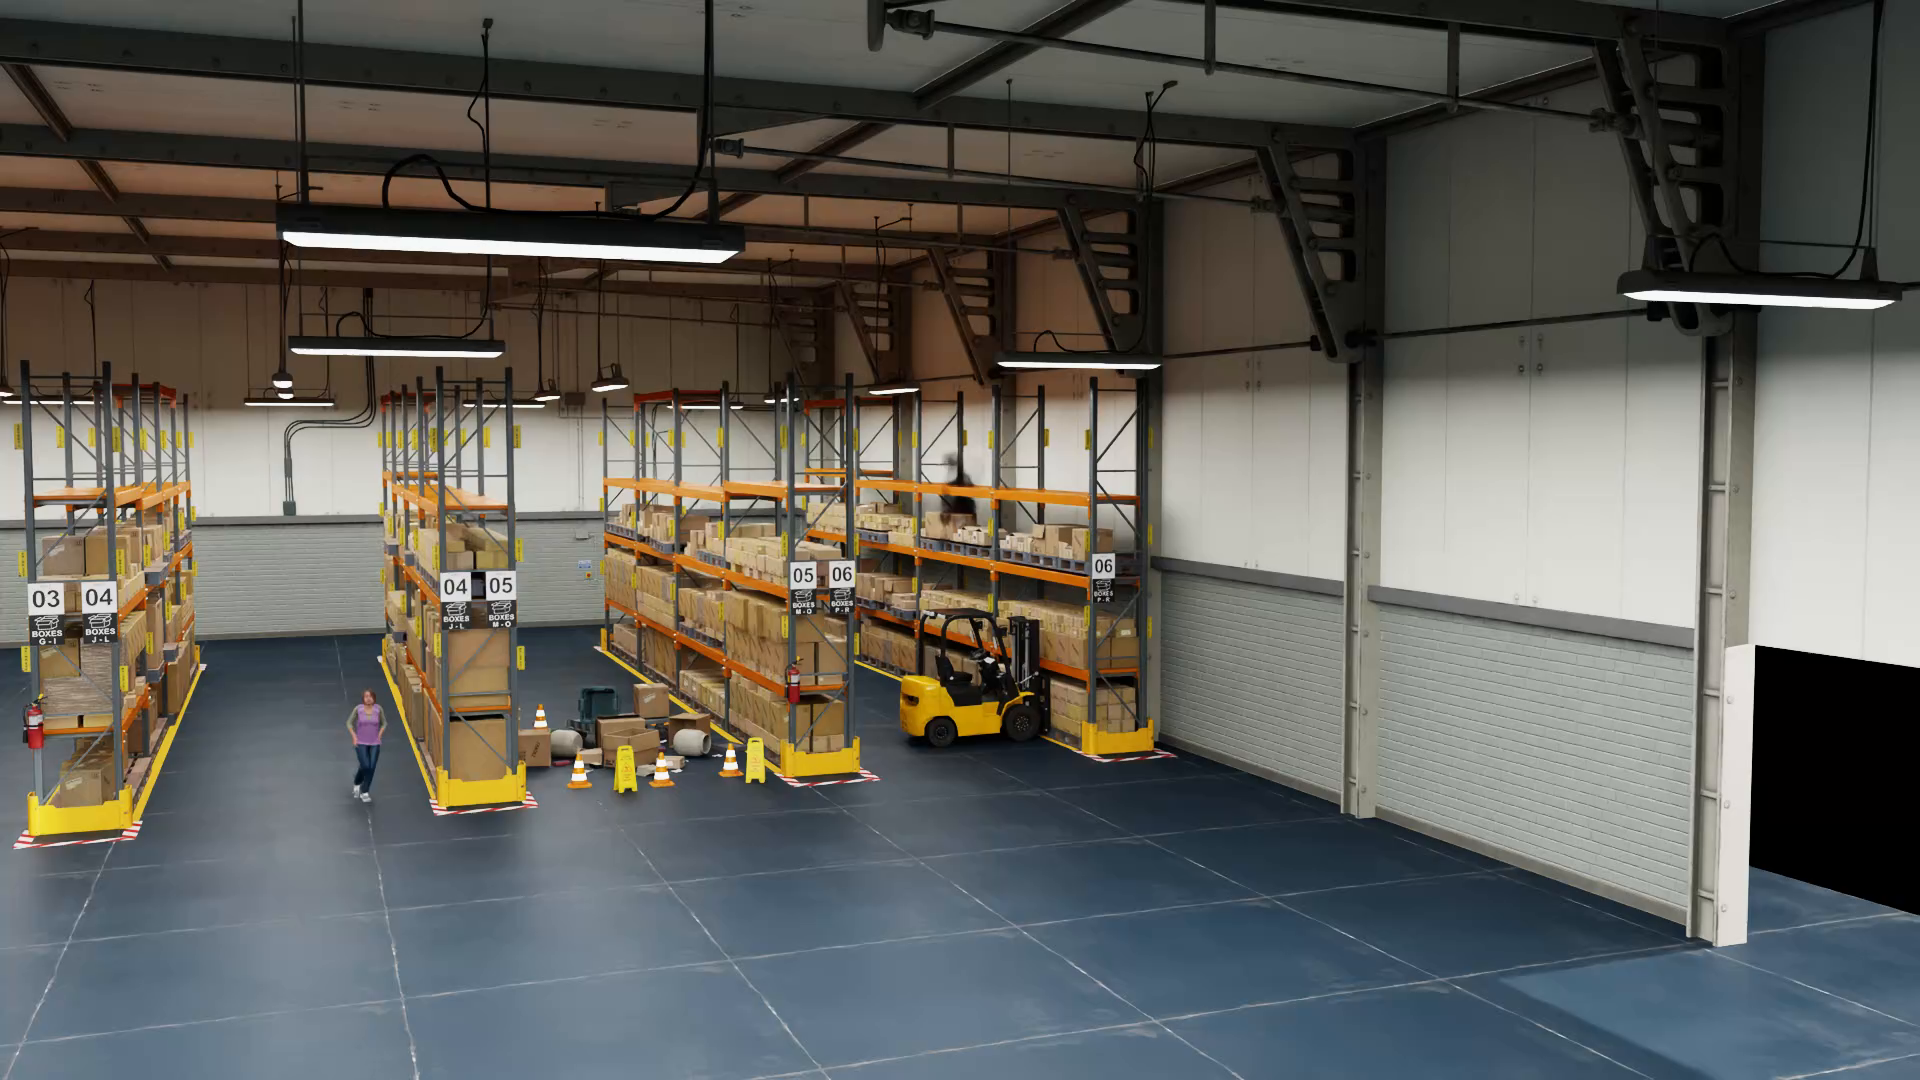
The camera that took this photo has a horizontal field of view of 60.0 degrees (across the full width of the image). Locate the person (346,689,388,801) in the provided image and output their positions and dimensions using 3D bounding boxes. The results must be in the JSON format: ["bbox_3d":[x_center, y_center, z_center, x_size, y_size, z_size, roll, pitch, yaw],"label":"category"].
[{"bbox_3d":[-8.175,2.840,22.994,0.522,1.564,0.539,-2,4,-30],"label":"person"}]
